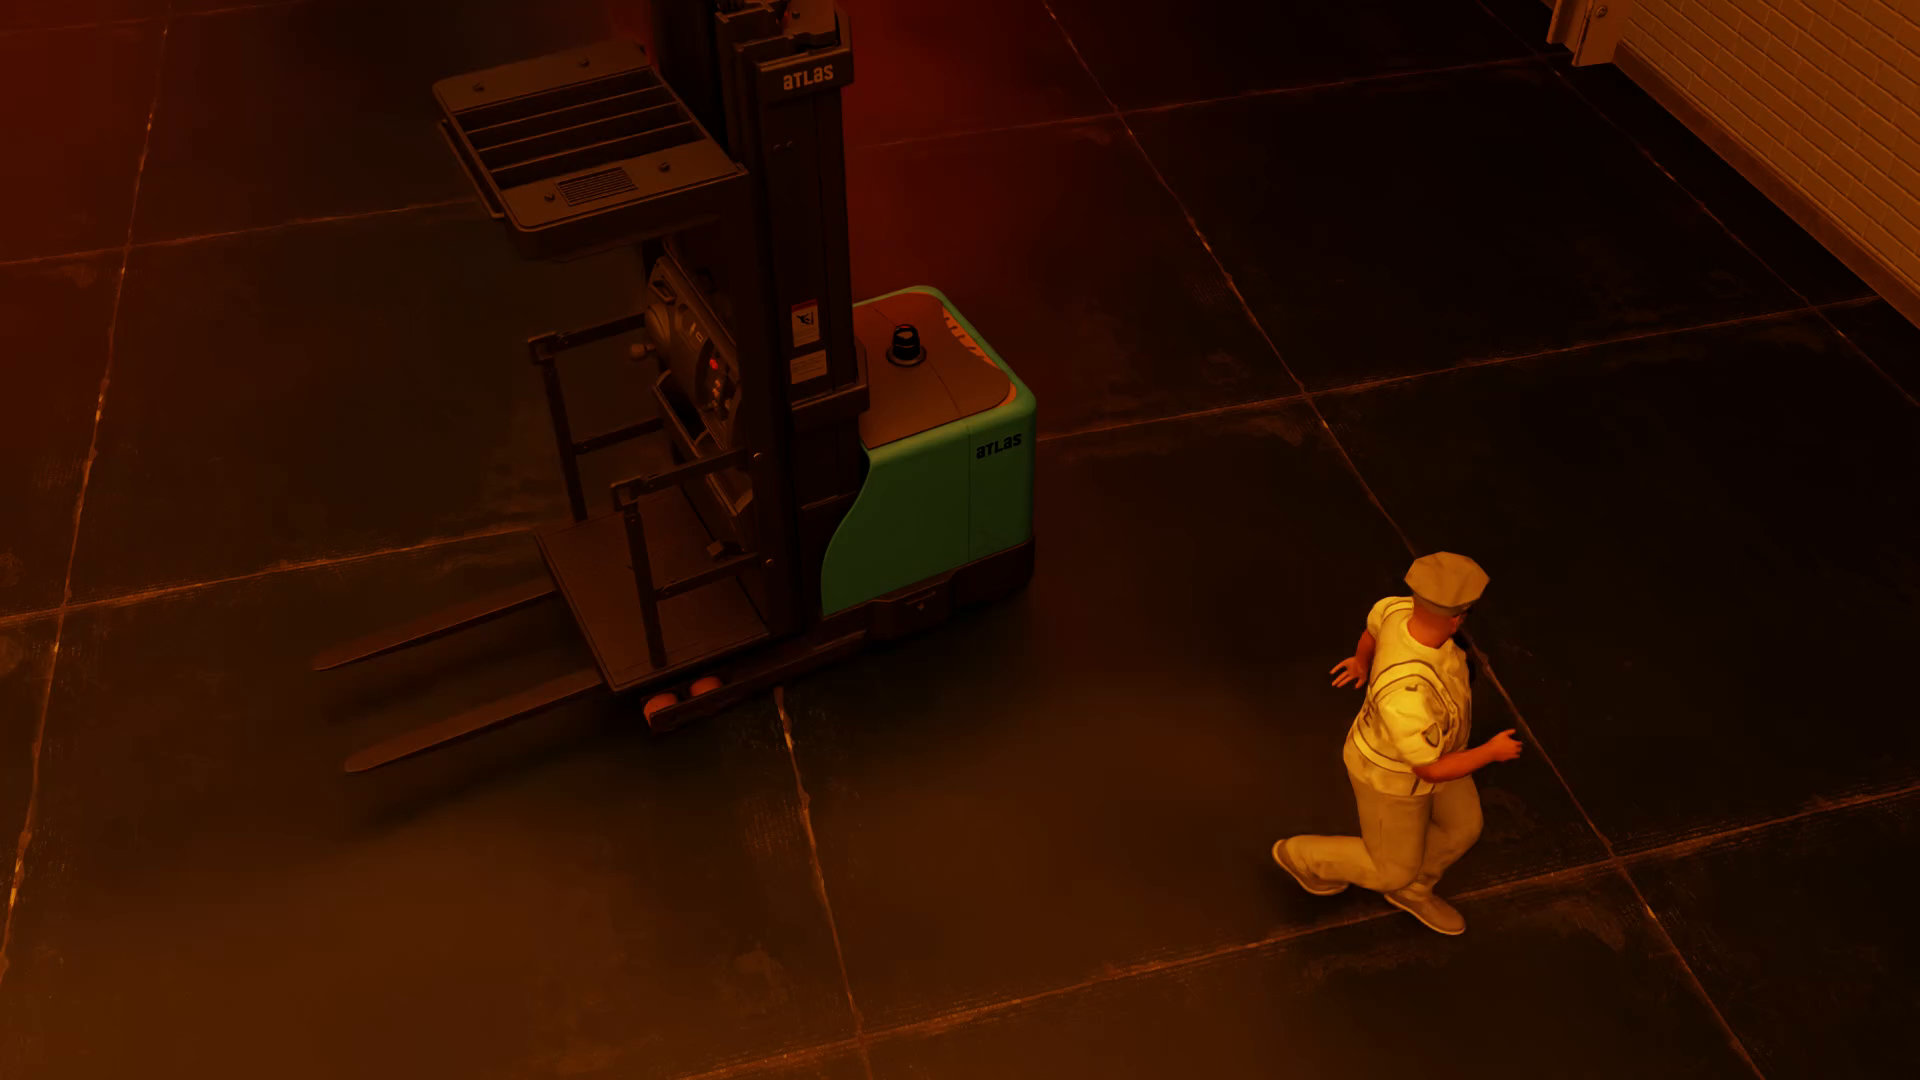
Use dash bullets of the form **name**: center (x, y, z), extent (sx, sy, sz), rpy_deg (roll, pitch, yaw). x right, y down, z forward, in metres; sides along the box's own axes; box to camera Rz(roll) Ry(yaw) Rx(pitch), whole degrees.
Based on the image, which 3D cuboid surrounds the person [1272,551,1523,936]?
- **person**: center (1.550, 0.732, 5.801), extent (0.779, 1.678, 0.628), rpy_deg (25, 49, 24)

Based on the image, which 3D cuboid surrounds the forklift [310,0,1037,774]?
- **forklift**: center (-1.212, -0.683, 6.367), extent (3.031, 2.935, 1.130), rpy_deg (-20, 47, -20)
